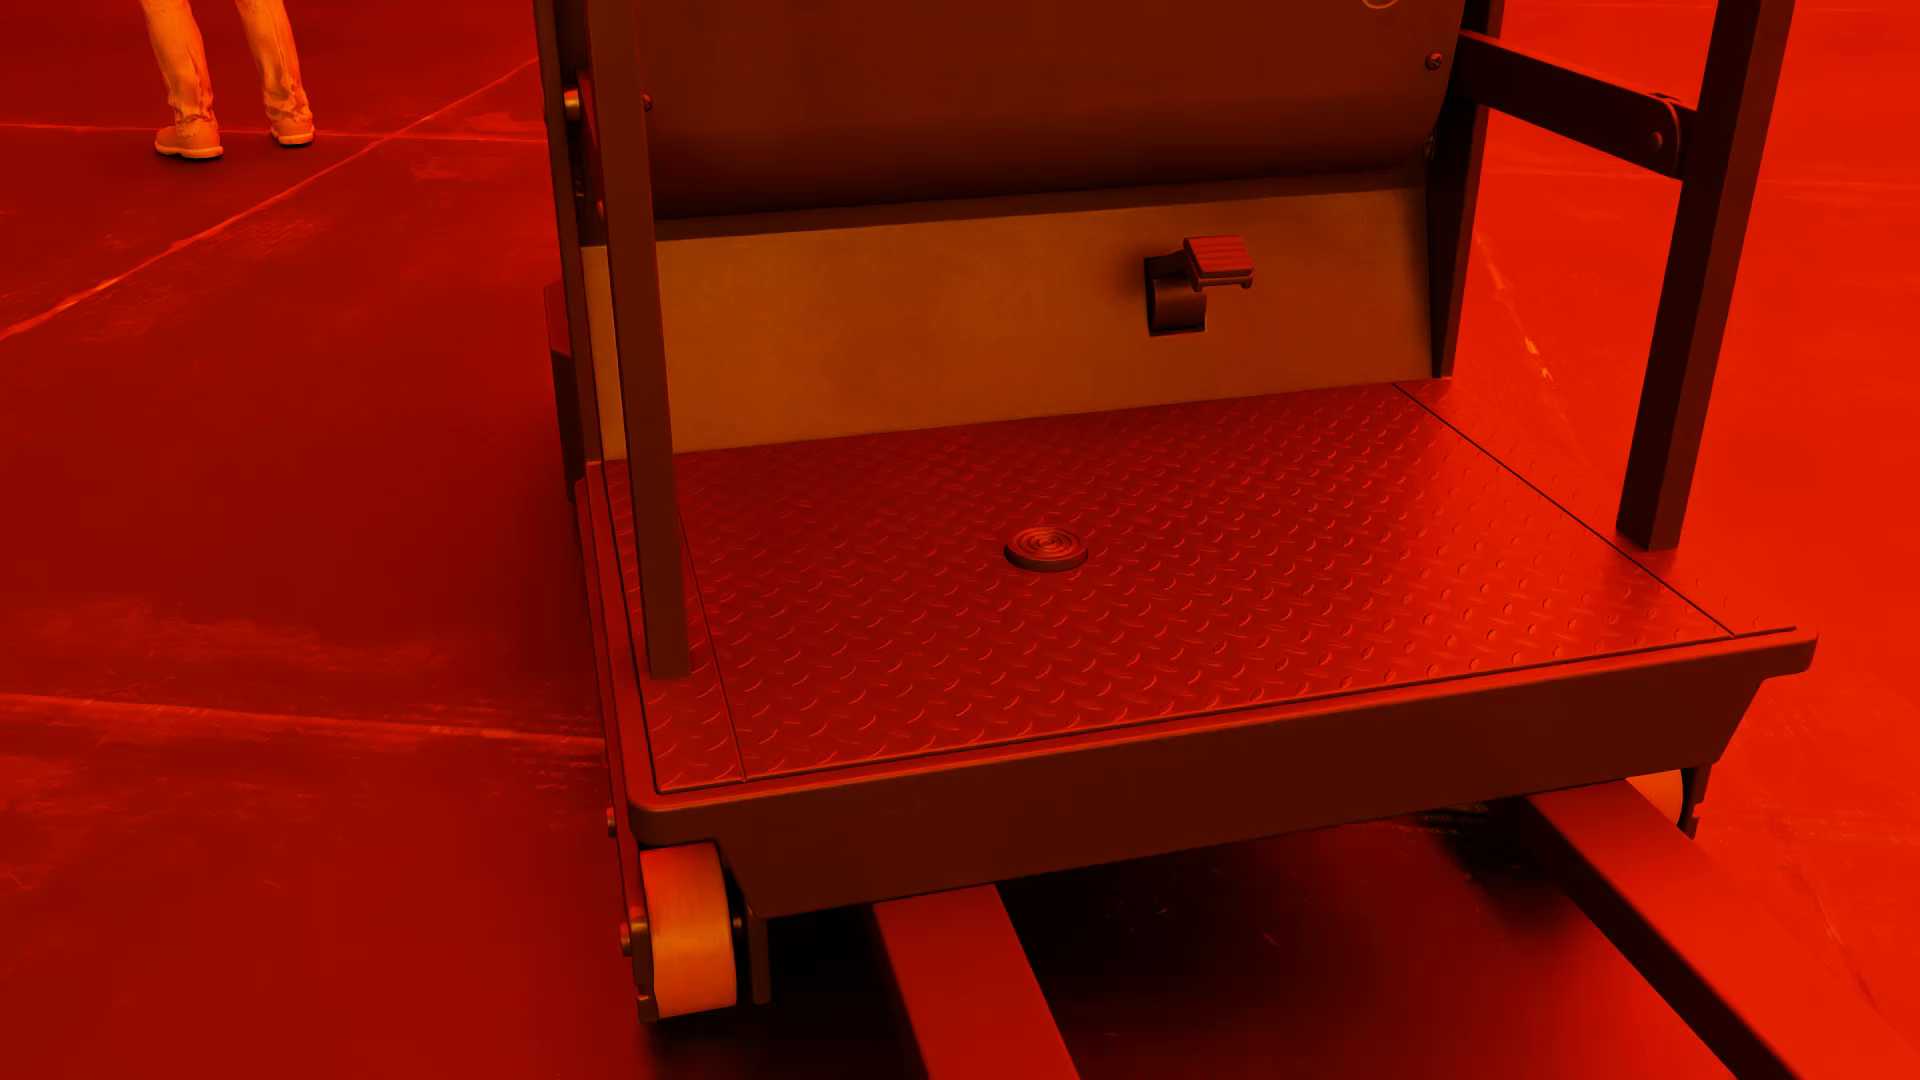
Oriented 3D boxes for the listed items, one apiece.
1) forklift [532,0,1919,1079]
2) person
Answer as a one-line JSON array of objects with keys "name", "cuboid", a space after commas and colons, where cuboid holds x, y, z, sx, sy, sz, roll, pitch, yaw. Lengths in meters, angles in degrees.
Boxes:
[{"name": "forklift", "cuboid": [0.153, -1.049, 1.319, 1.130, 2.935, 3.031, -7, 27, -13]}, {"name": "person", "cuboid": [-2.069, -1.851, 4.352, 0.540, 1.662, 0.374, -22, 34, -36]}]
